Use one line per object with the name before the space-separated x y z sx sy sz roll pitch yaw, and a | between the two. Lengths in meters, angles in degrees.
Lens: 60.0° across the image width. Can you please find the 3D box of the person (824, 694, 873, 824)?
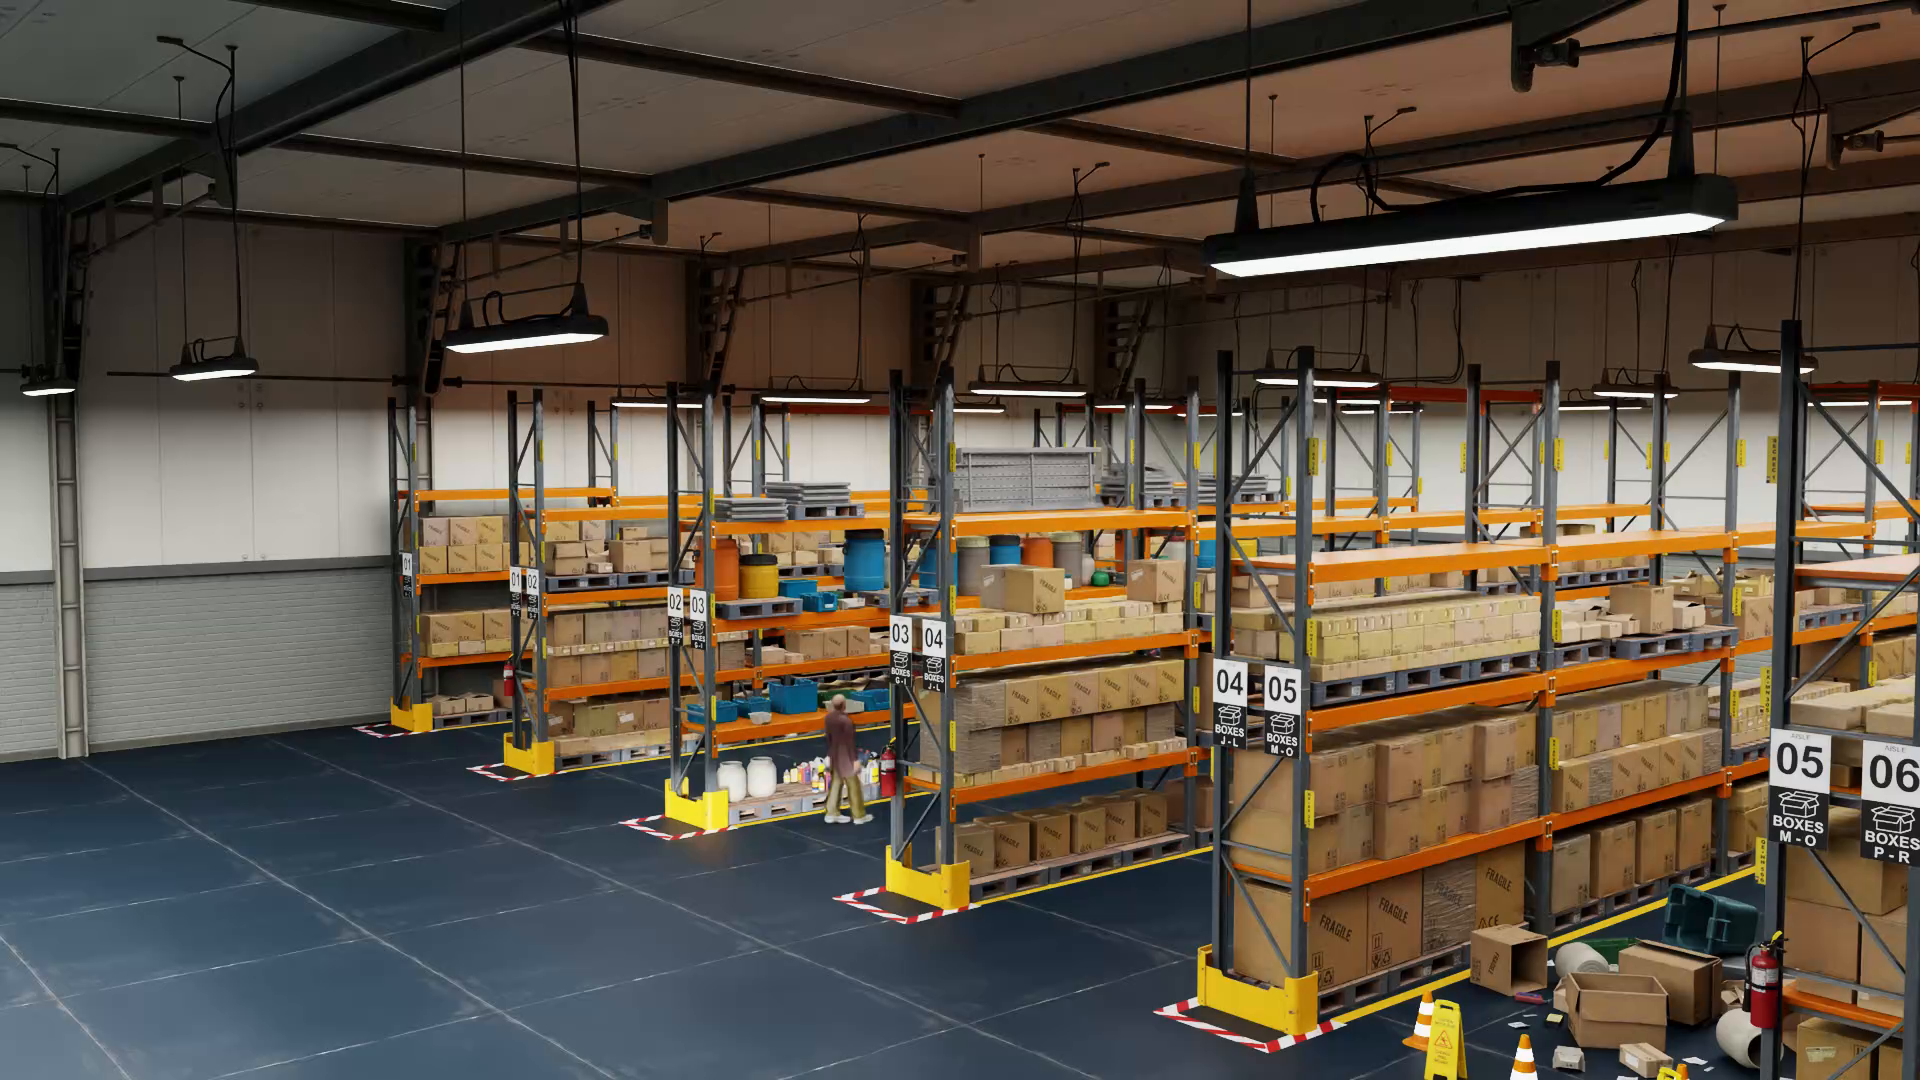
person | -1.486 2.965 22.584 0.642 1.778 0.577 -1 4 -24
